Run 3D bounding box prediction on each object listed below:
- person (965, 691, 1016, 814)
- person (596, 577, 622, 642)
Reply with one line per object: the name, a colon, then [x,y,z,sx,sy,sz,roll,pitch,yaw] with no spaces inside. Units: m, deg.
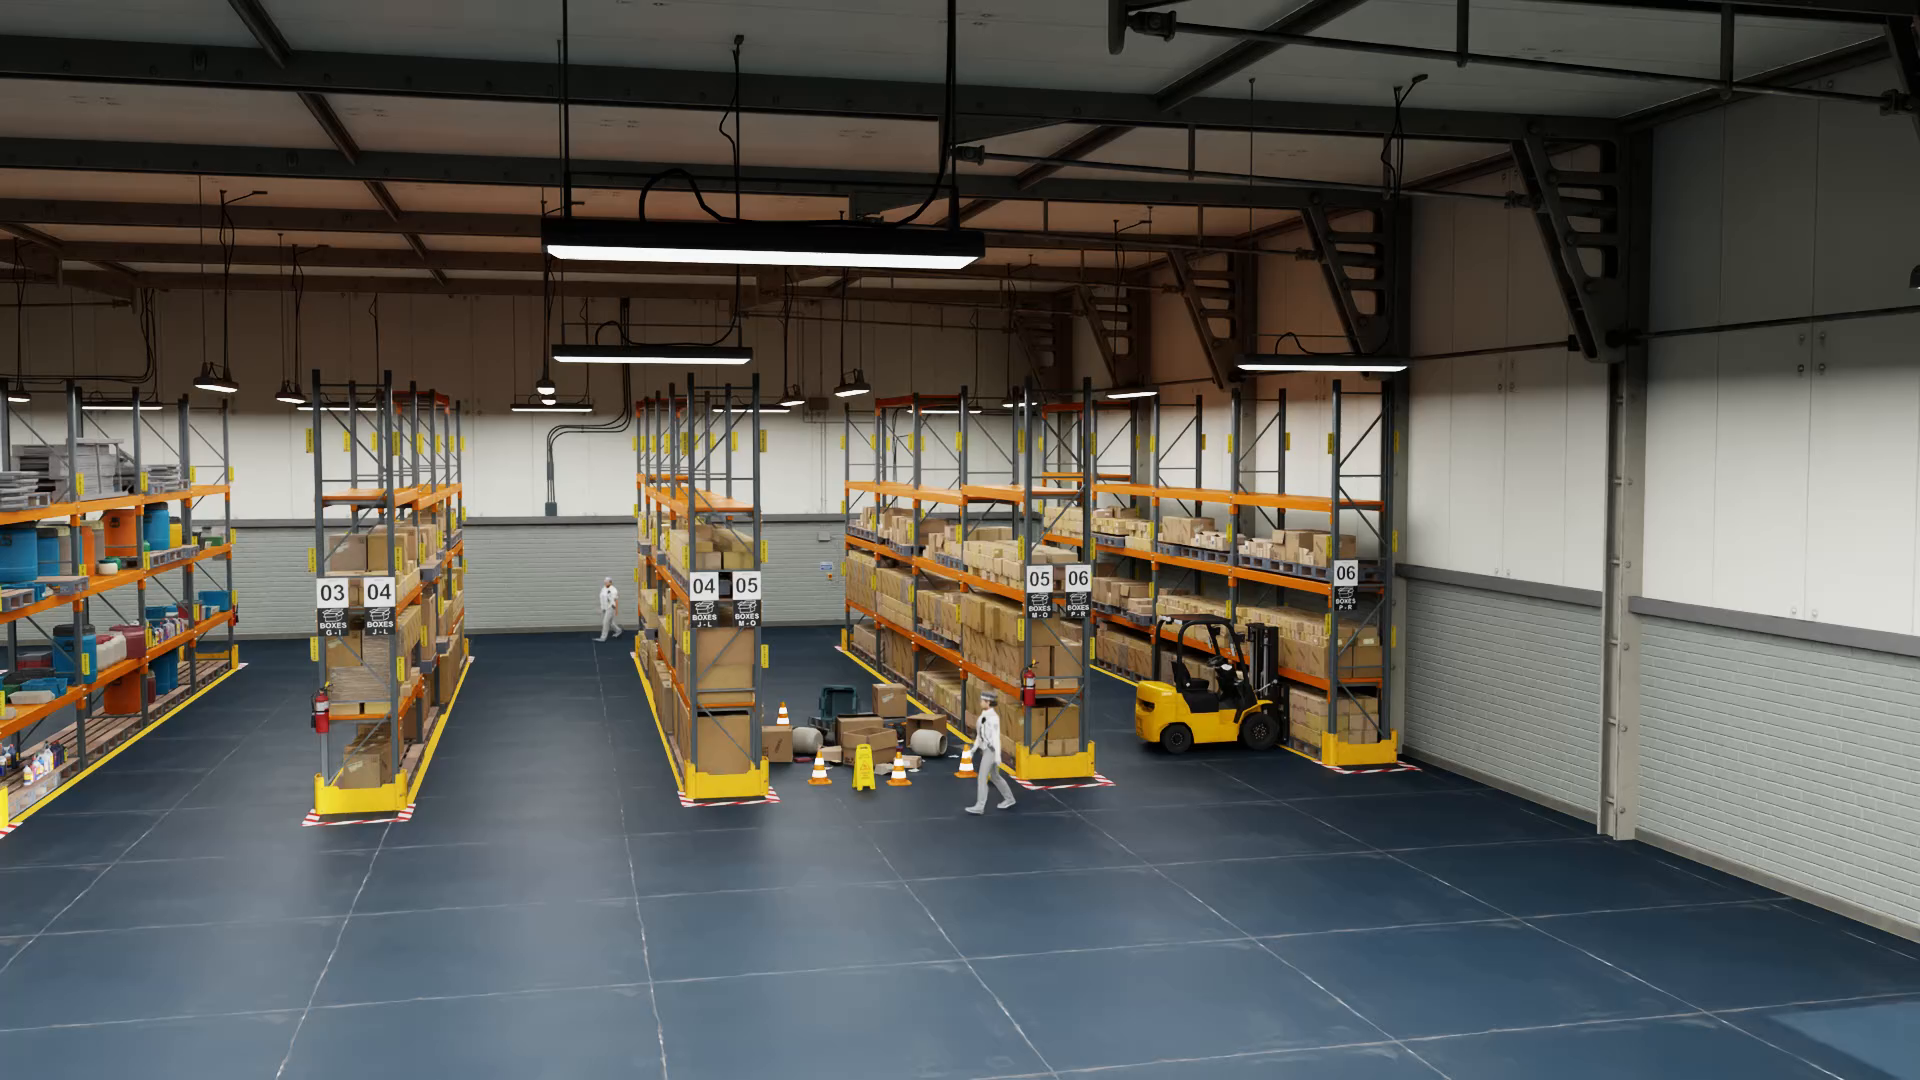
person: [0.411,2.871,22.611,0.782,1.664,0.488,-1,3,-14]
person: [-8.914,1.749,42.310,0.484,1.630,0.973,2,4,36]
